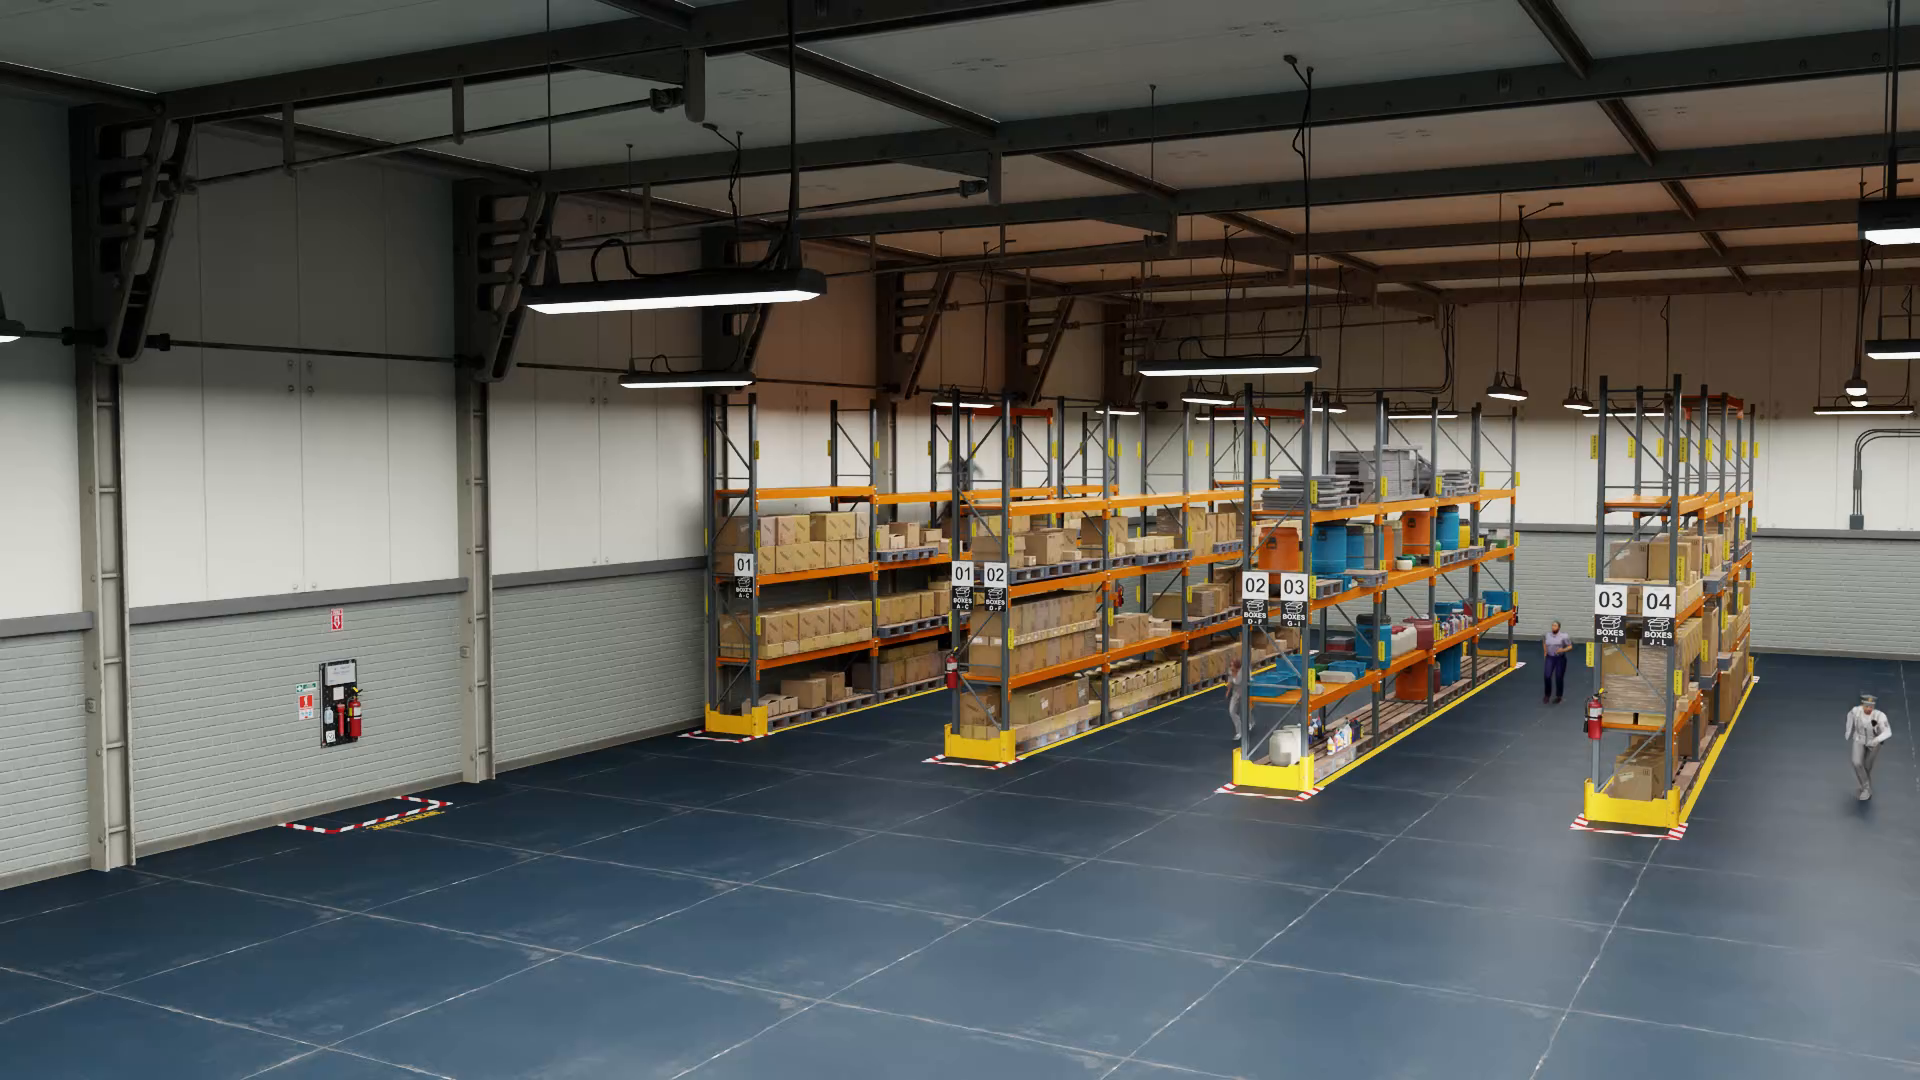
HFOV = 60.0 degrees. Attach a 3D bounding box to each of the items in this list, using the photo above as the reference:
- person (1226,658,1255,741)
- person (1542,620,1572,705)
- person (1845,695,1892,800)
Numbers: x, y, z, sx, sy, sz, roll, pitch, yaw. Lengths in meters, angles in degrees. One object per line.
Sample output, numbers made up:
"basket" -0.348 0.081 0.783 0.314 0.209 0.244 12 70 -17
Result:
"person" 4.940 2.730 28.895 0.534 1.442 0.966 2 4 36
"person" 11.763 2.423 32.778 0.583 1.683 0.726 2 3 27
"person" 13.083 2.939 23.949 0.610 1.509 1.001 2 4 32
